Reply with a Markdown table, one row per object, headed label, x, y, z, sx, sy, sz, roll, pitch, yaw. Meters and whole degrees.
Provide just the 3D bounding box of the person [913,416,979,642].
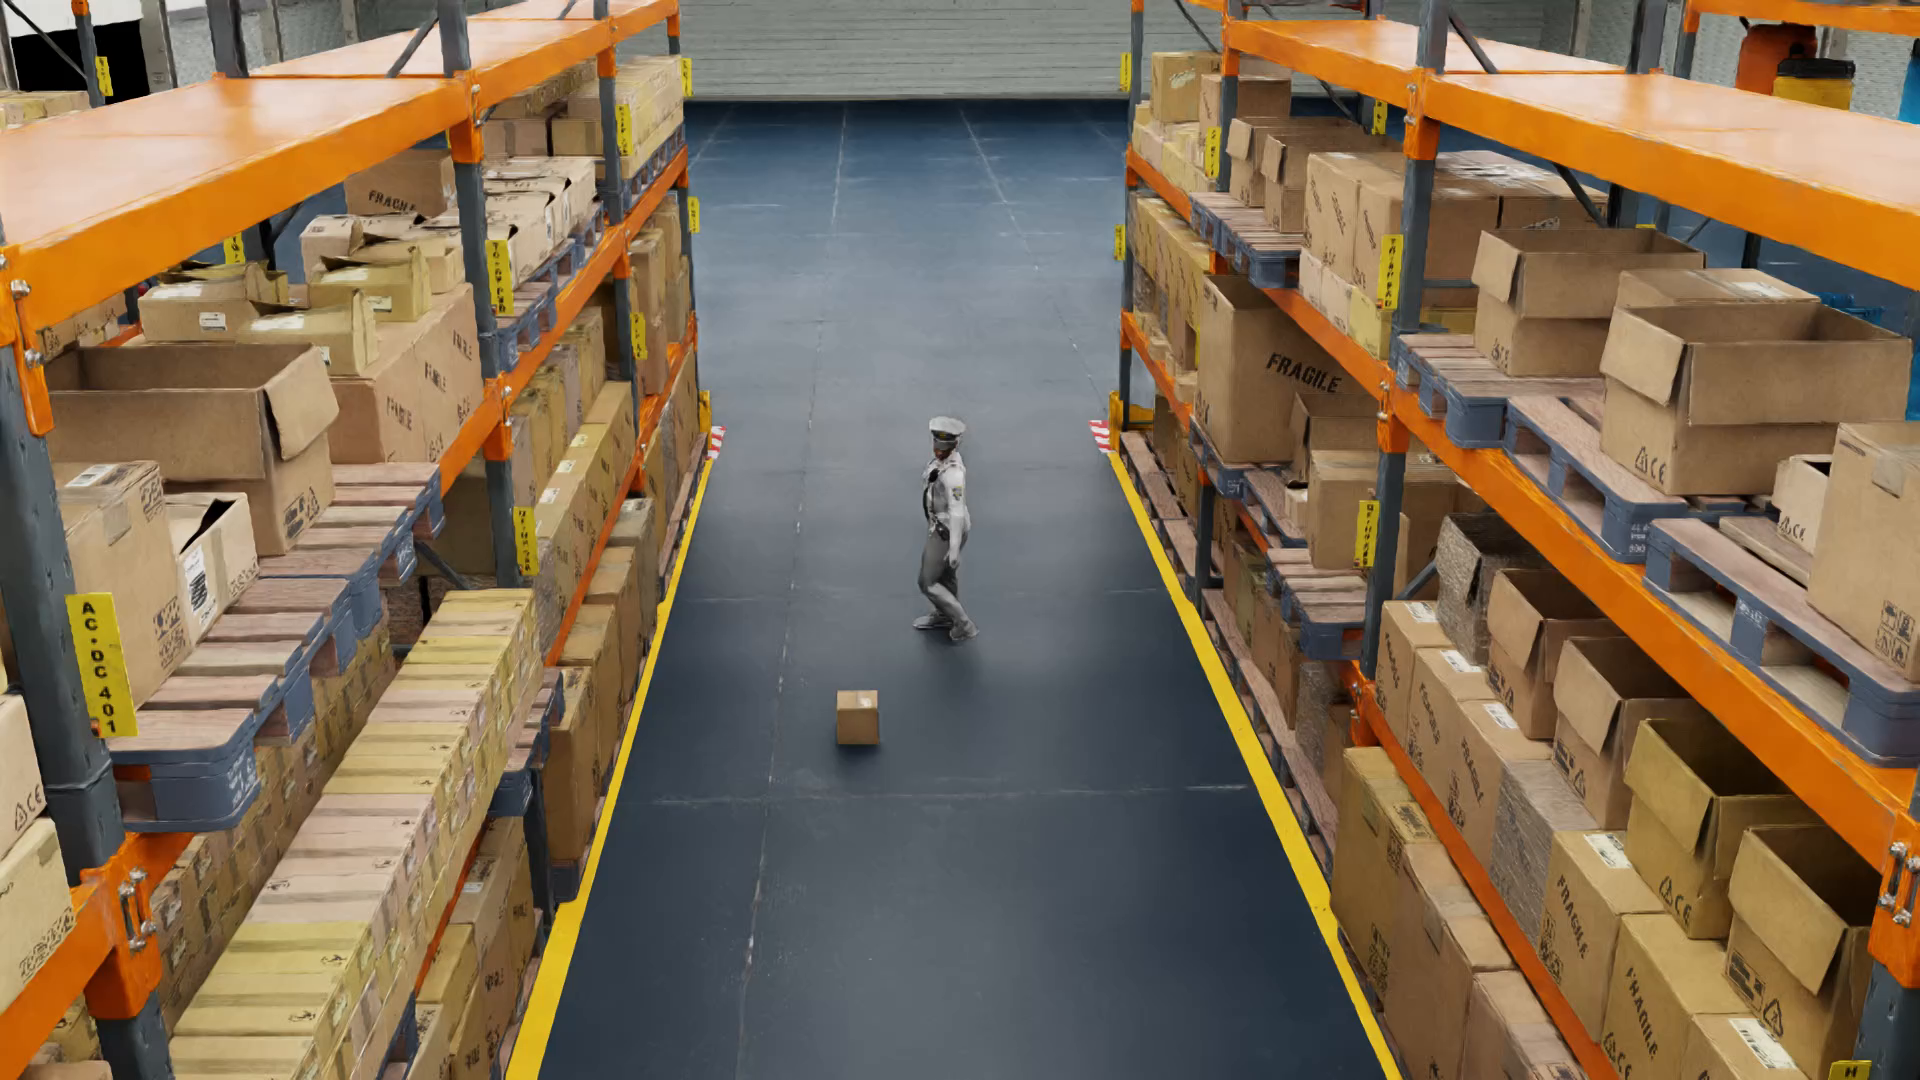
| label | x | y | z | sx | sy | sz | roll | pitch | yaw |
| --- | --- | --- | --- | --- | --- | --- | --- | --- | --- |
| person | -0.112 | -0.065 | 11.287 | 0.460 | 1.635 | 0.610 | 1 | 21 | 2 |
